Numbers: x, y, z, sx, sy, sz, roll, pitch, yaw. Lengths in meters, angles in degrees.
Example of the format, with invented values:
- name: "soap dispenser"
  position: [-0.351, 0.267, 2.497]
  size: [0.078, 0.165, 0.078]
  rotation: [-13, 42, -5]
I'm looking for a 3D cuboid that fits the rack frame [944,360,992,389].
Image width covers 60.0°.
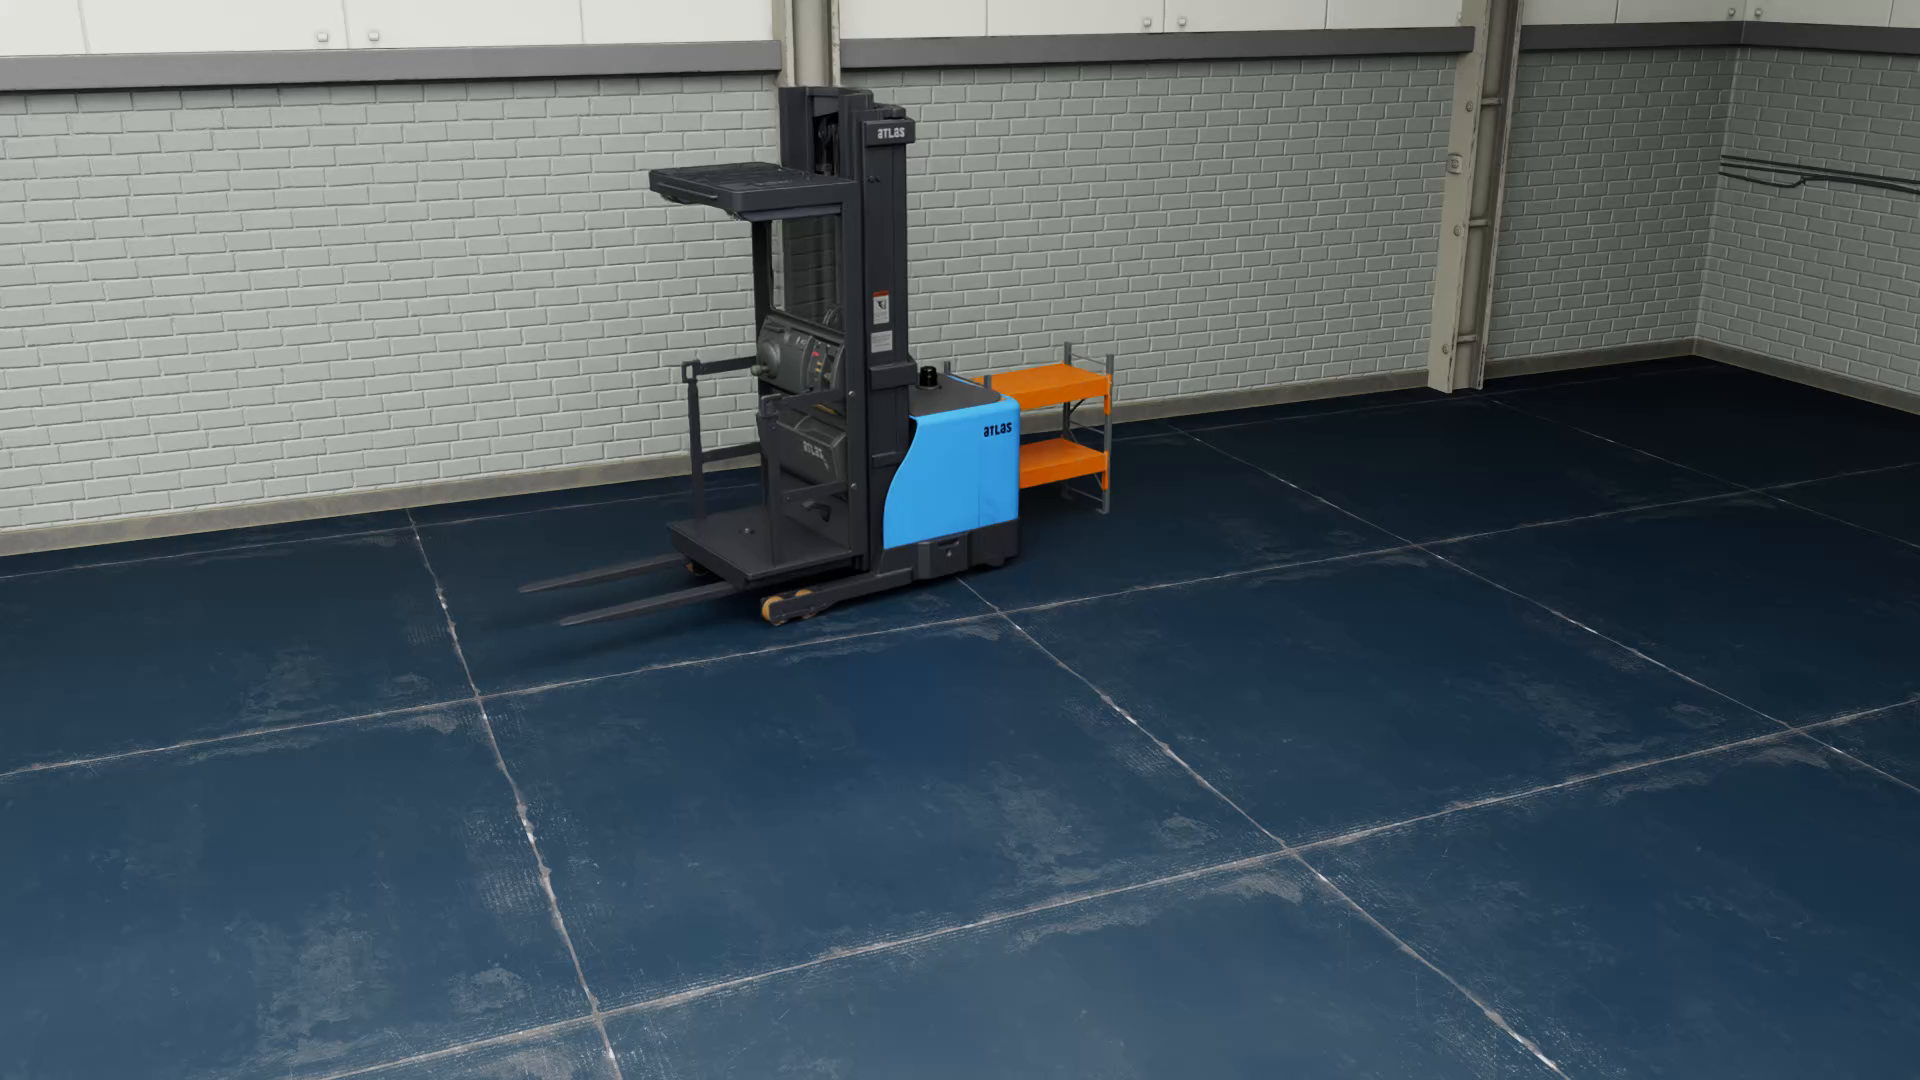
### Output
- name: "rack frame"
  position: [0.047, -0.588, 10.998]
  size: [0.032, 1.125, 0.500]
  rotation: [-13, 23, -33]

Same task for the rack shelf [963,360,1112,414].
- name: "rack shelf"
  position: [0.463, -0.961, 11.176]
  size: [1.000, 0.278, 0.538]
  rotation: [-13, 23, -33]

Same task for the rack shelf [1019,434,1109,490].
- name: "rack shelf"
  position: [0.463, -0.454, 11.354]
  size: [1.000, 0.278, 0.538]
  rotation: [-13, 23, -33]

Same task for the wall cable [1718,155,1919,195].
- name: "wall cable"
  position: [7.661, -4.136, 13.895]
  size: [0.112, 2.526, 3.097]
  rotation: [-8, 21, -22]

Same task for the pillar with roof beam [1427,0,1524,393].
- name: "pillar with roof beam"
  position: [6.137, -4.304, 9.695]
  size: [0.400, 9.000, 9.100]
  rotation: [-8, 21, -22]

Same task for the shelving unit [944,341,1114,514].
- name: "shelving unit"
  position: [0.463, -0.685, 11.273]
  size: [1.048, 1.125, 0.538]
  rotation: [-13, 23, -33]

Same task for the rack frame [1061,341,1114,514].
- name: "rack frame"
  position: [0.880, -0.781, 11.547]
  size: [0.032, 1.125, 0.500]
  rotation: [-13, 23, -33]

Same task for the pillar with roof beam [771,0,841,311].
- name: "pillar with roof beam"
  position: [0.628, -3.514, 7.453]
  size: [0.400, 9.000, 9.100]
  rotation: [-8, 21, -22]

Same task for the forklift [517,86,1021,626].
- name: "forklift"
  position: [-1.113, -1.088, 9.697]
  size: [3.031, 2.935, 1.130]
  rotation: [-13, 23, -33]
